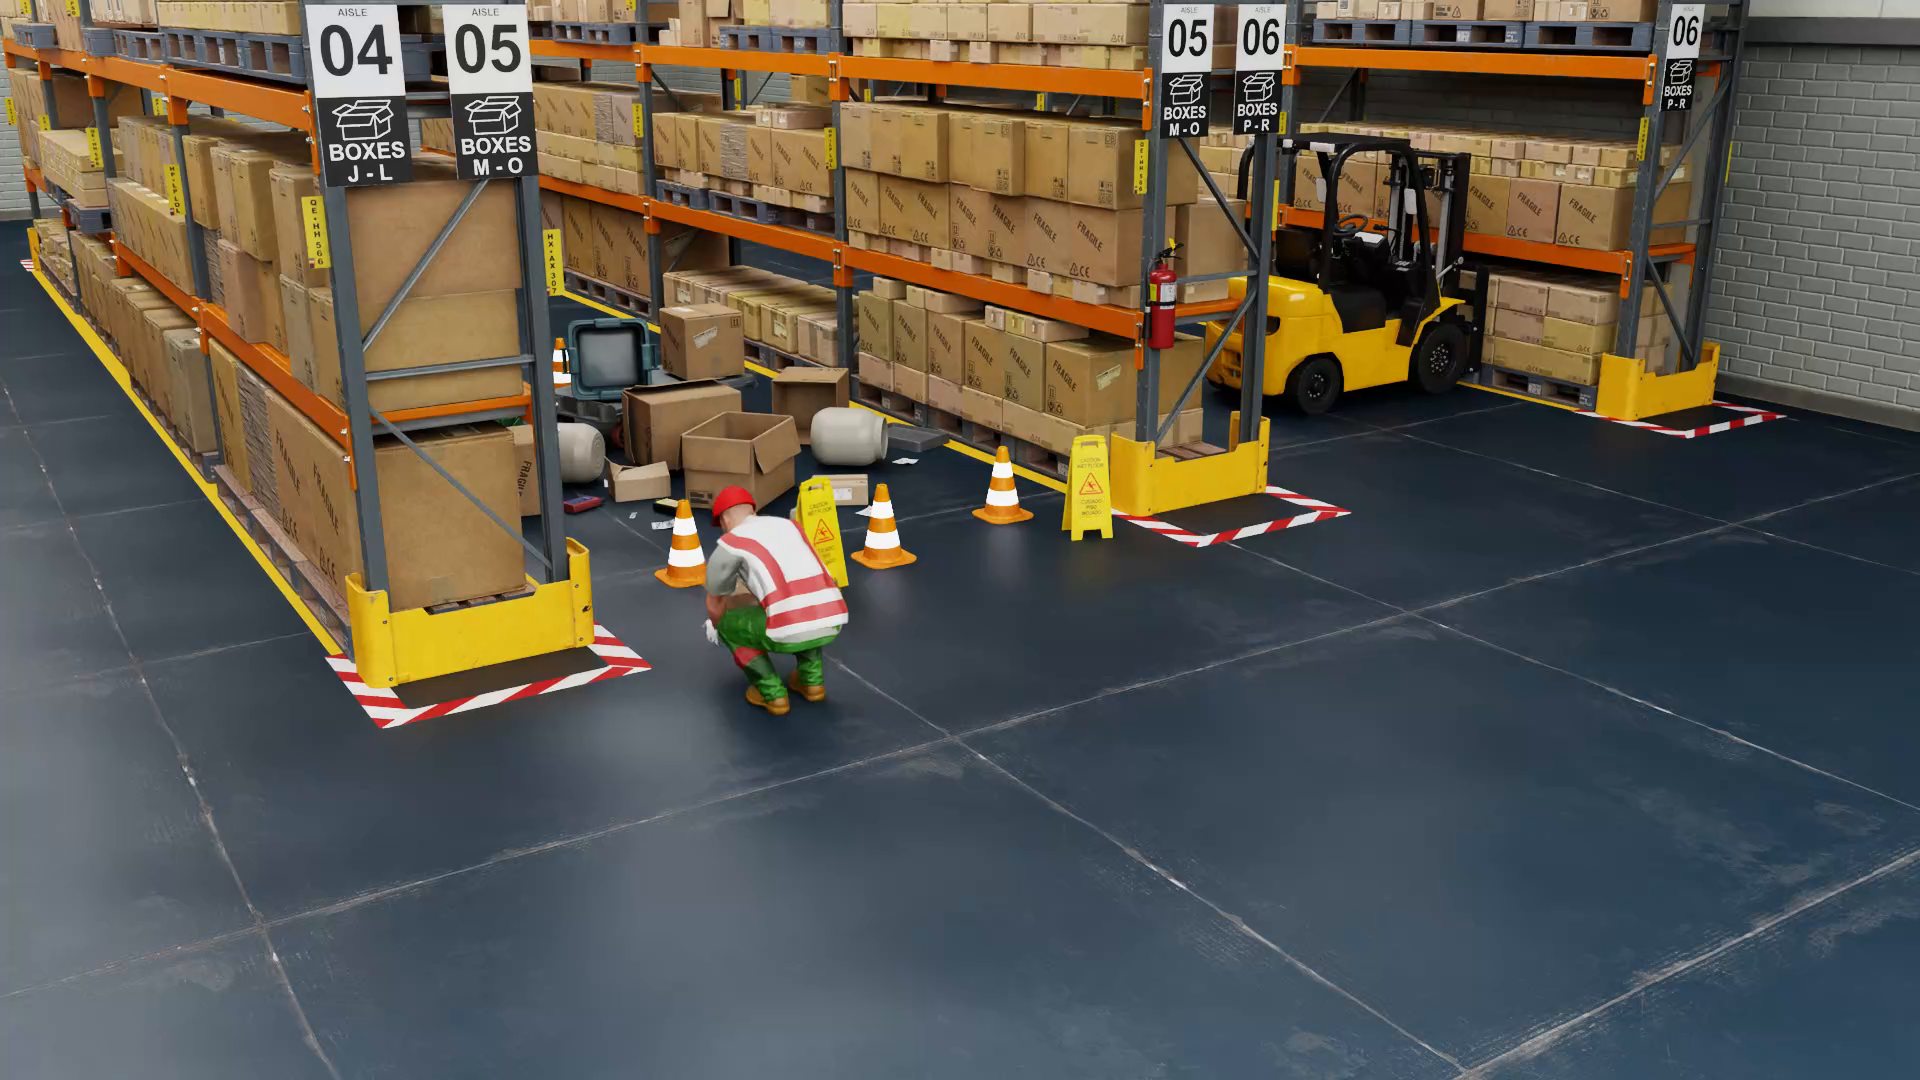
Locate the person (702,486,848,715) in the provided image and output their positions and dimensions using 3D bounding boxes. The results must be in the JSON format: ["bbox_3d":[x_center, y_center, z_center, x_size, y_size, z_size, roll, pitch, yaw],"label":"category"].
[{"bbox_3d":[-0.910,0.275,7.972,0.567,0.991,0.884,-11,21,-31],"label":"person"}]
